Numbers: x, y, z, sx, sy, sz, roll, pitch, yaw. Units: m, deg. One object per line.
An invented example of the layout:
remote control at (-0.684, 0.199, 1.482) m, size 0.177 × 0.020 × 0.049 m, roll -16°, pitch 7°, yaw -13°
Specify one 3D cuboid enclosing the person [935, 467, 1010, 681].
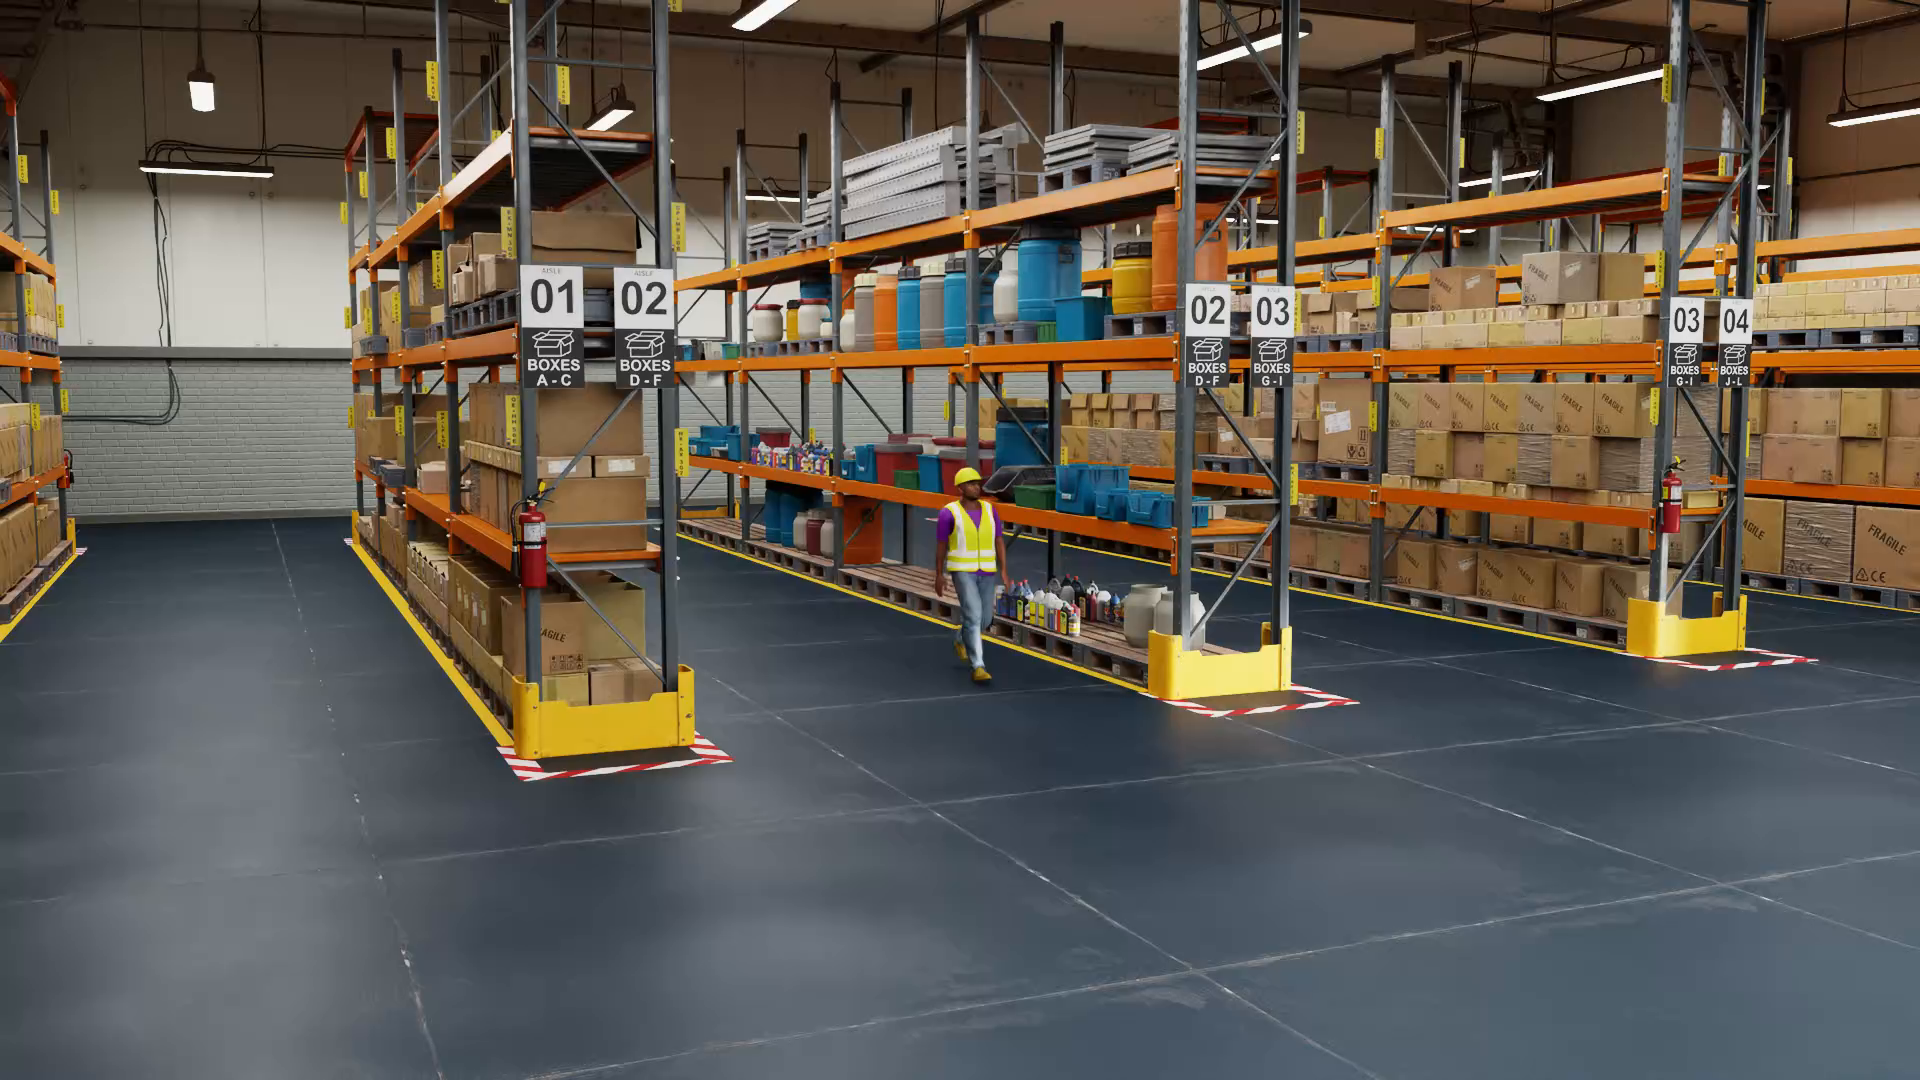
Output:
person at (0.106, 0.266, 13.806) m, size 0.582 × 1.740 × 0.938 m, roll -3°, pitch 6°, yaw -26°
